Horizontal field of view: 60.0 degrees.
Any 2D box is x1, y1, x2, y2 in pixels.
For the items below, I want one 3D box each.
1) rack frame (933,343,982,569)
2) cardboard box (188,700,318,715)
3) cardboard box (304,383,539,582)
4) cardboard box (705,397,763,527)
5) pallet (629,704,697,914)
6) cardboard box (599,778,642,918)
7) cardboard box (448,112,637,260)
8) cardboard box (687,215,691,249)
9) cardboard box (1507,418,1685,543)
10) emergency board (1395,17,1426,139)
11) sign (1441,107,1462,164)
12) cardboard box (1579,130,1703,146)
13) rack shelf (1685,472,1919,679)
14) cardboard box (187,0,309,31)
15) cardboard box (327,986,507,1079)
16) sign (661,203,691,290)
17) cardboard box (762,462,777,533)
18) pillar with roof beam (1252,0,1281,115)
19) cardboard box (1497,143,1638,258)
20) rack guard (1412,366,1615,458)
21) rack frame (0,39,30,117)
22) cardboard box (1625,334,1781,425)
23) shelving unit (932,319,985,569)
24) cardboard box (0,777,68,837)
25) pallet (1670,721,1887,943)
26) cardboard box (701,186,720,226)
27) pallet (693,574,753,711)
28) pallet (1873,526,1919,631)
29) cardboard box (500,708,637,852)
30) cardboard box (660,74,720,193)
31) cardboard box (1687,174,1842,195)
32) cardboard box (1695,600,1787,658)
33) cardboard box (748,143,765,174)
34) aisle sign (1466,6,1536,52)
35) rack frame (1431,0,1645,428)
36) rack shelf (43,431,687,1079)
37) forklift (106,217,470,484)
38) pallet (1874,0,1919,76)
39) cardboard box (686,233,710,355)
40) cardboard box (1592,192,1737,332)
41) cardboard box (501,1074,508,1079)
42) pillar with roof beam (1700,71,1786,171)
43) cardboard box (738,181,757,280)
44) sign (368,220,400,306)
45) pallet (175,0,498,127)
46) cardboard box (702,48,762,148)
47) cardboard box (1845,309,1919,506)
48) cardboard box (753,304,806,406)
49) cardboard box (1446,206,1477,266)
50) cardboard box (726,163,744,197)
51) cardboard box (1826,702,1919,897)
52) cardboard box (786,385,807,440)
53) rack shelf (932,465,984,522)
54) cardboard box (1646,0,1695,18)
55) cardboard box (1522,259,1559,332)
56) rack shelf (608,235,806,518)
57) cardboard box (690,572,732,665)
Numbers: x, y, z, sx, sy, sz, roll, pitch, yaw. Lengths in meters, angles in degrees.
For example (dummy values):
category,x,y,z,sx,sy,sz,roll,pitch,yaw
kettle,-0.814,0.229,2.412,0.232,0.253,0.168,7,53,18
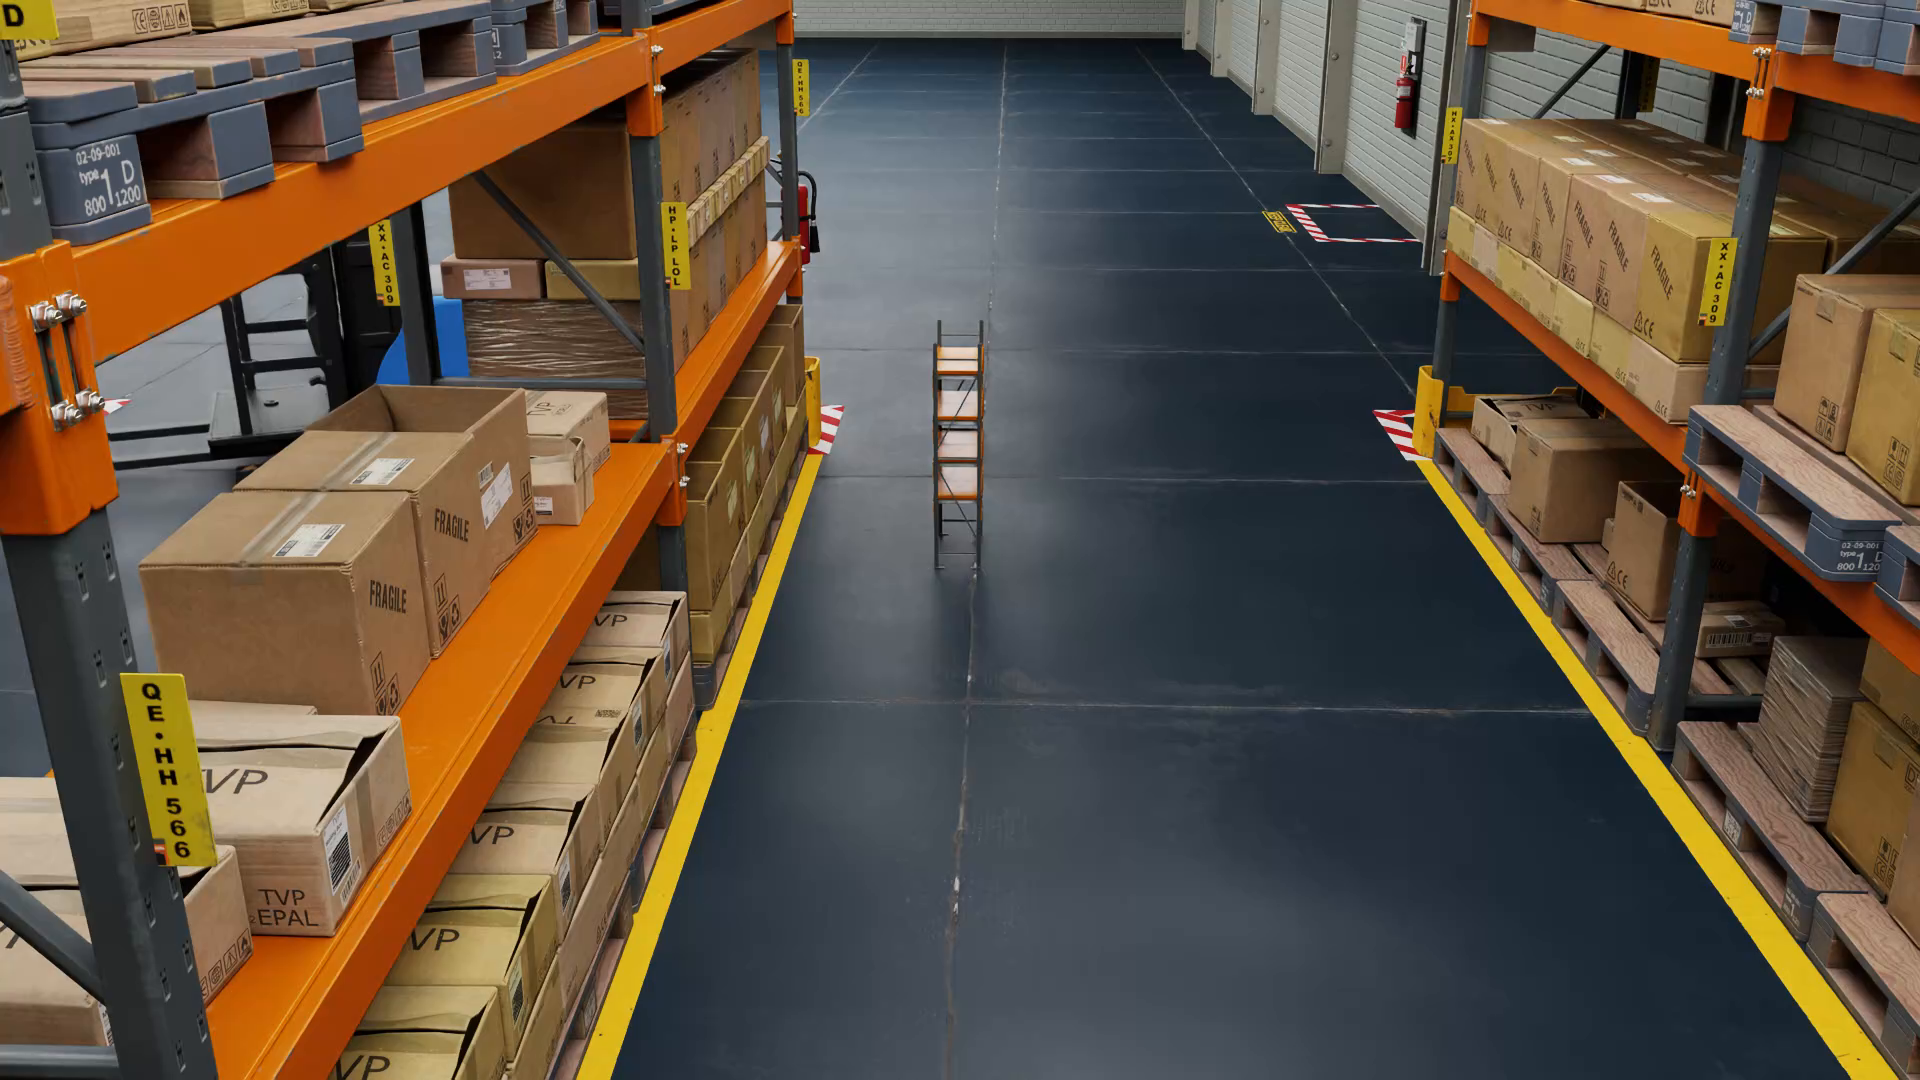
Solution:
category,x,y,z,sx,sy,sz,roll,pitch,yaw
rack frame,-0.012,-0.411,8.430,0.240,1.200,0.015,1,21,2
cardboard box,-1.748,0.504,3.931,0.380,0.149,0.250,2,21,6
cardboard box,-1.664,-0.176,5.199,0.500,0.500,0.500,2,21,6
cardboard box,-1.251,-0.387,8.064,0.500,0.500,0.500,1,21,2
pallet,-1.592,0.969,6.239,1.003,0.211,1.213,1,21,2
cardboard box,-1.364,1.009,5.501,0.500,0.250,0.500,1,21,3
cardboard box,-1.601,-1.410,6.584,0.700,0.500,0.500,1,21,2
cardboard box,-1.387,-1.321,7.251,0.380,0.149,0.250,0,21,1
cardboard box,3.264,-0.311,8.530,0.700,0.500,0.500,-1,21,-2
emergency board,4.604,-4.791,17.229,0.194,1.169,0.643,1,21,2
sign,2.922,-2.400,9.872,0.100,0.325,0.005,1,21,2
cardboard box,3.638,-1.925,8.987,0.500,0.500,0.500,1,21,2
rack shelf,3.282,0.514,4.552,1.077,0.370,4.000,1,21,2
cardboard box,-1.746,-1.237,3.550,0.500,0.250,0.500,0,21,1
cardboard box,-1.413,1.297,3.985,0.500,0.311,0.500,0,21,0
sign,-1.066,-1.098,6.221,0.100,0.325,0.005,1,21,2
cardboard box,-1.241,-0.218,8.665,0.500,0.250,0.500,1,21,2
pillar with roof beam,0.552,-11.081,25.146,9.100,9.000,0.400,1,21,2
cardboard box,3.103,-1.745,8.523,0.500,0.500,0.500,0,21,0
rack guard,3.462,-0.798,10.394,1.175,0.500,0.348,1,21,2
rack frame,-1.730,-1.948,1.610,1.000,3.000,0.127,1,21,2
cardboard box,3.054,-0.659,6.759,0.500,0.250,0.500,1,21,2
shelving unit,-0.005,-0.500,8.658,0.258,1.200,0.503,1,21,2
cardboard box,-1.979,0.637,3.587,0.380,0.149,0.250,1,21,2
pallet,3.321,1.037,6.065,1.003,0.211,1.213,1,21,2
cardboard box,-1.363,-1.602,7.976,0.380,0.149,0.250,0,21,1
pallet,-1.542,0.415,7.667,1.003,0.211,1.213,1,21,2
pallet,3.241,0.275,4.439,1.003,0.211,1.213,1,21,2
cardboard box,-1.361,0.745,5.407,0.500,0.311,0.500,1,21,1
cardboard box,-1.556,-1.954,7.987,0.700,0.500,0.500,1,21,2
cardboard box,3.606,-1.368,7.552,0.500,0.500,0.500,1,21,3
cardboard box,3.329,0.377,7.218,0.380,0.166,0.250,-2,21,-5
cardboard box,-1.315,-2.158,9.409,0.380,0.149,0.250,1,21,3
aisle sign,3.167,-3.232,9.618,0.394,0.787,0.004,1,21,2
rack frame,3.465,-1.991,10.013,1.000,3.000,0.127,1,21,2
rack shelf,-1.669,0.461,4.689,1.077,0.370,4.000,1,21,2
forklift,-4.045,-1.843,9.728,3.031,2.935,1.130,-8,22,-19
pallet,3.189,-1.258,4.238,1.213,0.211,1.003,1,21,2
cardboard box,-1.573,-1.177,7.777,0.700,0.500,0.500,1,21,2
cardboard box,3.058,-1.188,7.088,0.500,0.500,0.500,1,21,1
cardboard box,-1.406,1.567,4.065,0.500,0.250,0.500,0,21,0
pillar with roof beam,0.005,-4.572,8.373,9.100,9.000,0.400,1,21,2
cardboard box,-1.525,-1.732,9.208,0.700,0.500,0.500,1,21,3
sign,-2.163,-1.044,6.266,0.100,0.325,0.005,1,21,2
pallet,-1.768,-1.113,3.864,1.003,0.211,1.213,2,21,4
cardboard box,-1.515,-2.508,9.413,0.700,0.500,0.500,1,21,2
cardboard box,3.269,-0.411,5.194,0.700,0.500,0.500,3,21,7
cardboard box,-1.206,-1.110,9.928,0.500,0.500,0.500,1,21,2
cardboard box,3.132,-1.757,9.591,0.500,0.250,0.500,0,21,0
cardboard box,-1.340,-1.880,8.692,0.380,0.149,0.250,1,21,3
cardboard box,3.372,0.869,5.489,0.700,0.500,0.500,0,21,1
cardboard box,-1.208,-0.761,10.063,0.500,0.250,0.500,1,21,2
rack shelf,-0.005,-0.252,8.754,0.258,0.148,0.480,1,21,2
cardboard box,3.139,-2.367,6.670,0.500,0.500,0.500,-1,21,-3
cardboard box,3.092,-1.203,8.161,0.500,0.250,0.500,1,21,2
rack shelf,-1.548,-0.985,8.417,1.077,0.370,4.000,1,21,2
cardboard box,-1.291,0.324,7.268,0.500,0.250,0.500,1,21,2
